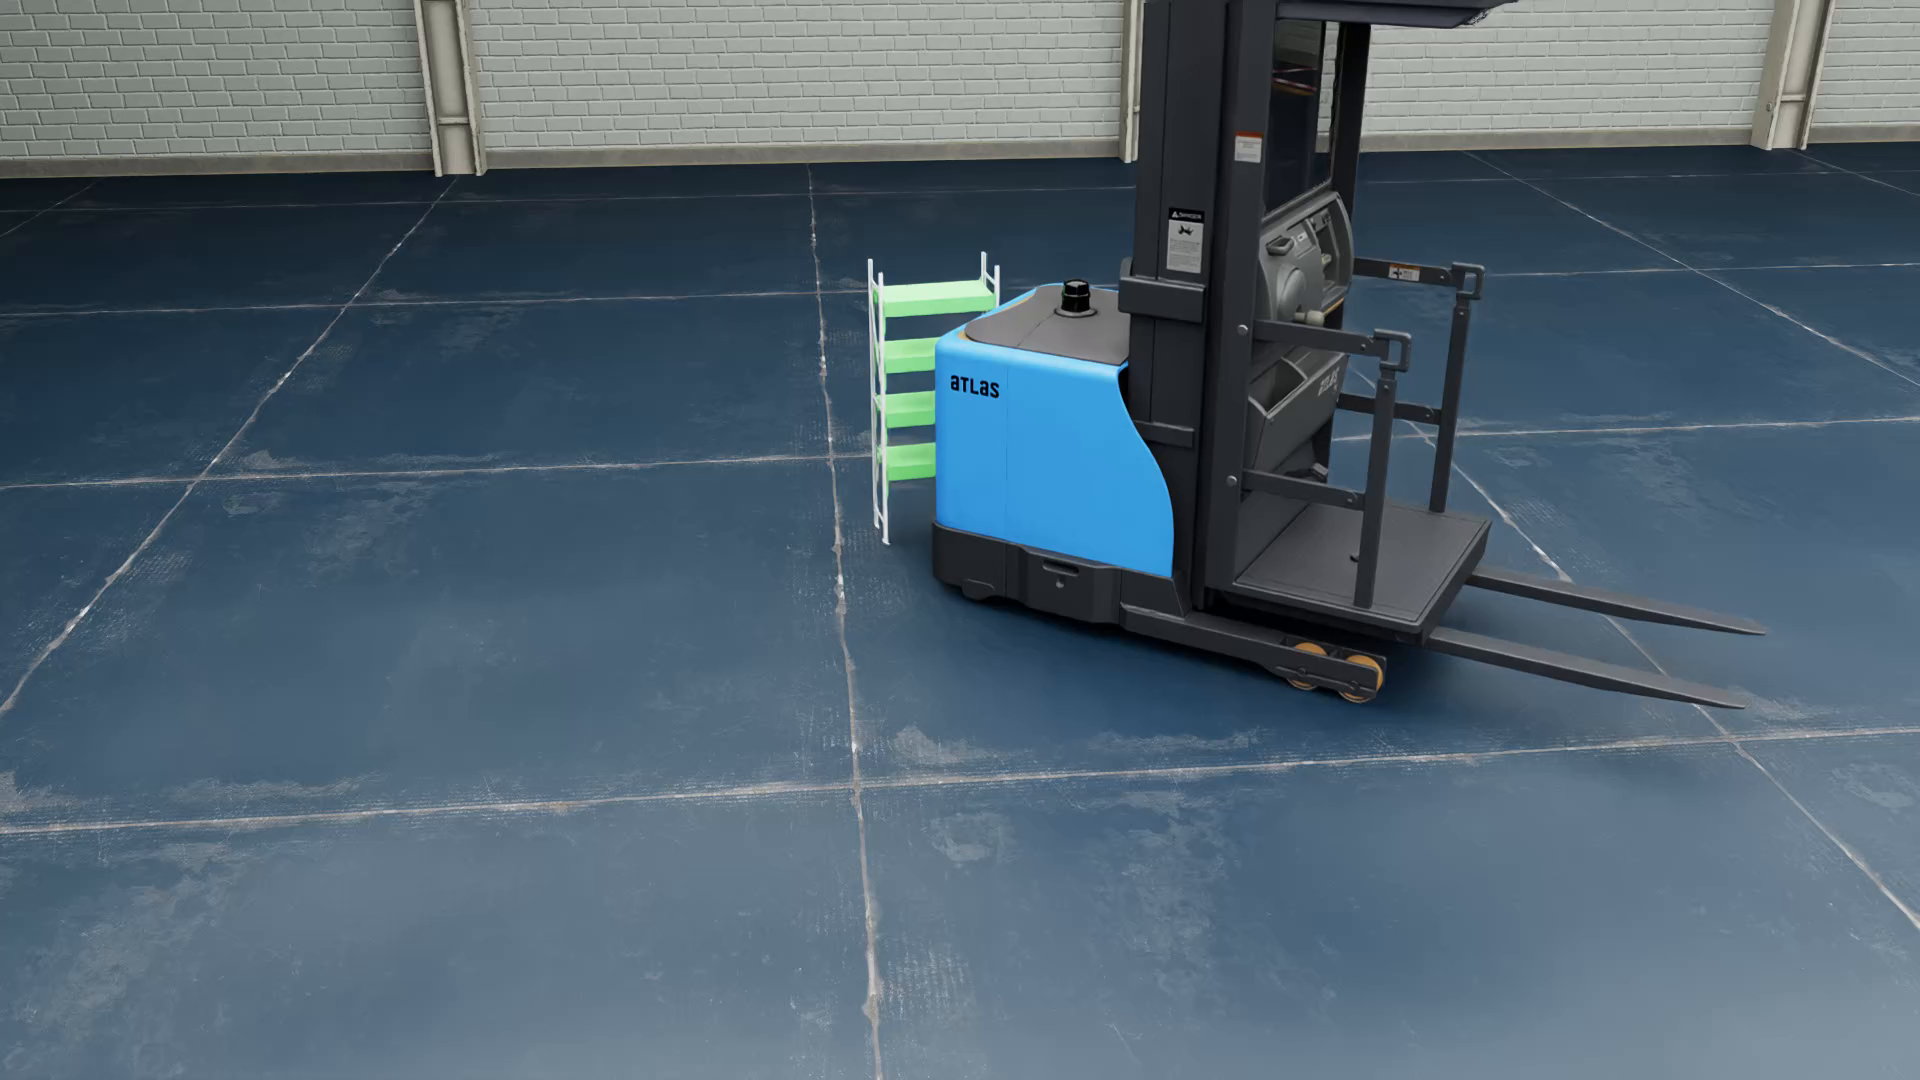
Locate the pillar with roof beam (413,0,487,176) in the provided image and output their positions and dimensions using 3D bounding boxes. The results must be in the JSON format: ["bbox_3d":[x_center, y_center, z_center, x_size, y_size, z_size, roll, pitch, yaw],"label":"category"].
[{"bbox_3d":[-3.899,-5.562,8.685,0.400,9.000,9.100,-2,24,-5],"label":"pillar with roof beam"}]

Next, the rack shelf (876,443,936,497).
[{"bbox_3d":[-0.111,-0.321,7.243,0.480,0.148,0.258,-6,25,-13],"label":"rack shelf"}]

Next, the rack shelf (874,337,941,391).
[{"bbox_3d":[-0.111,-0.760,7.048,0.480,0.148,0.258,-6,25,-13],"label":"rack shelf"}]

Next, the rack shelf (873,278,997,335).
[{"bbox_3d":[-0.111,-0.979,6.951,0.480,0.148,0.258,-6,25,-13],"label":"rack shelf"}]

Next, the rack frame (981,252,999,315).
[{"bbox_3d":[0.126,-0.622,7.173,0.015,1.200,0.240,-6,25,-13],"label":"rack frame"}]

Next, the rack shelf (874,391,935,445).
[{"bbox_3d":[-0.111,-0.540,7.146,0.480,0.148,0.258,-6,25,-13],"label":"rack shelf"}]

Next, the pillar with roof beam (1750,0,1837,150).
[{"bbox_3d":[8.043,-6.041,9.763,0.400,9.000,9.100,-2,24,-5],"label":"pillar with roof beam"}]

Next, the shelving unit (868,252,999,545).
[{"bbox_3d":[-0.111,-0.599,7.120,0.503,1.200,0.258,-6,25,-13],"label":"shelving unit"}]

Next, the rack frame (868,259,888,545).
[{"bbox_3d":[-0.348,-0.575,7.067,0.015,1.200,0.240,-6,25,-13],"label":"rack frame"}]

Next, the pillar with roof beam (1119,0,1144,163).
[{"bbox_3d":[2.072,-5.802,9.224,0.400,9.000,9.100,-2,24,-5],"label":"pillar with roof beam"}]

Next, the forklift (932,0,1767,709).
[{"bbox_3d":[1.426,-1.005,5.902,3.031,2.935,1.130,13,27,27],"label":"forklift"}]
